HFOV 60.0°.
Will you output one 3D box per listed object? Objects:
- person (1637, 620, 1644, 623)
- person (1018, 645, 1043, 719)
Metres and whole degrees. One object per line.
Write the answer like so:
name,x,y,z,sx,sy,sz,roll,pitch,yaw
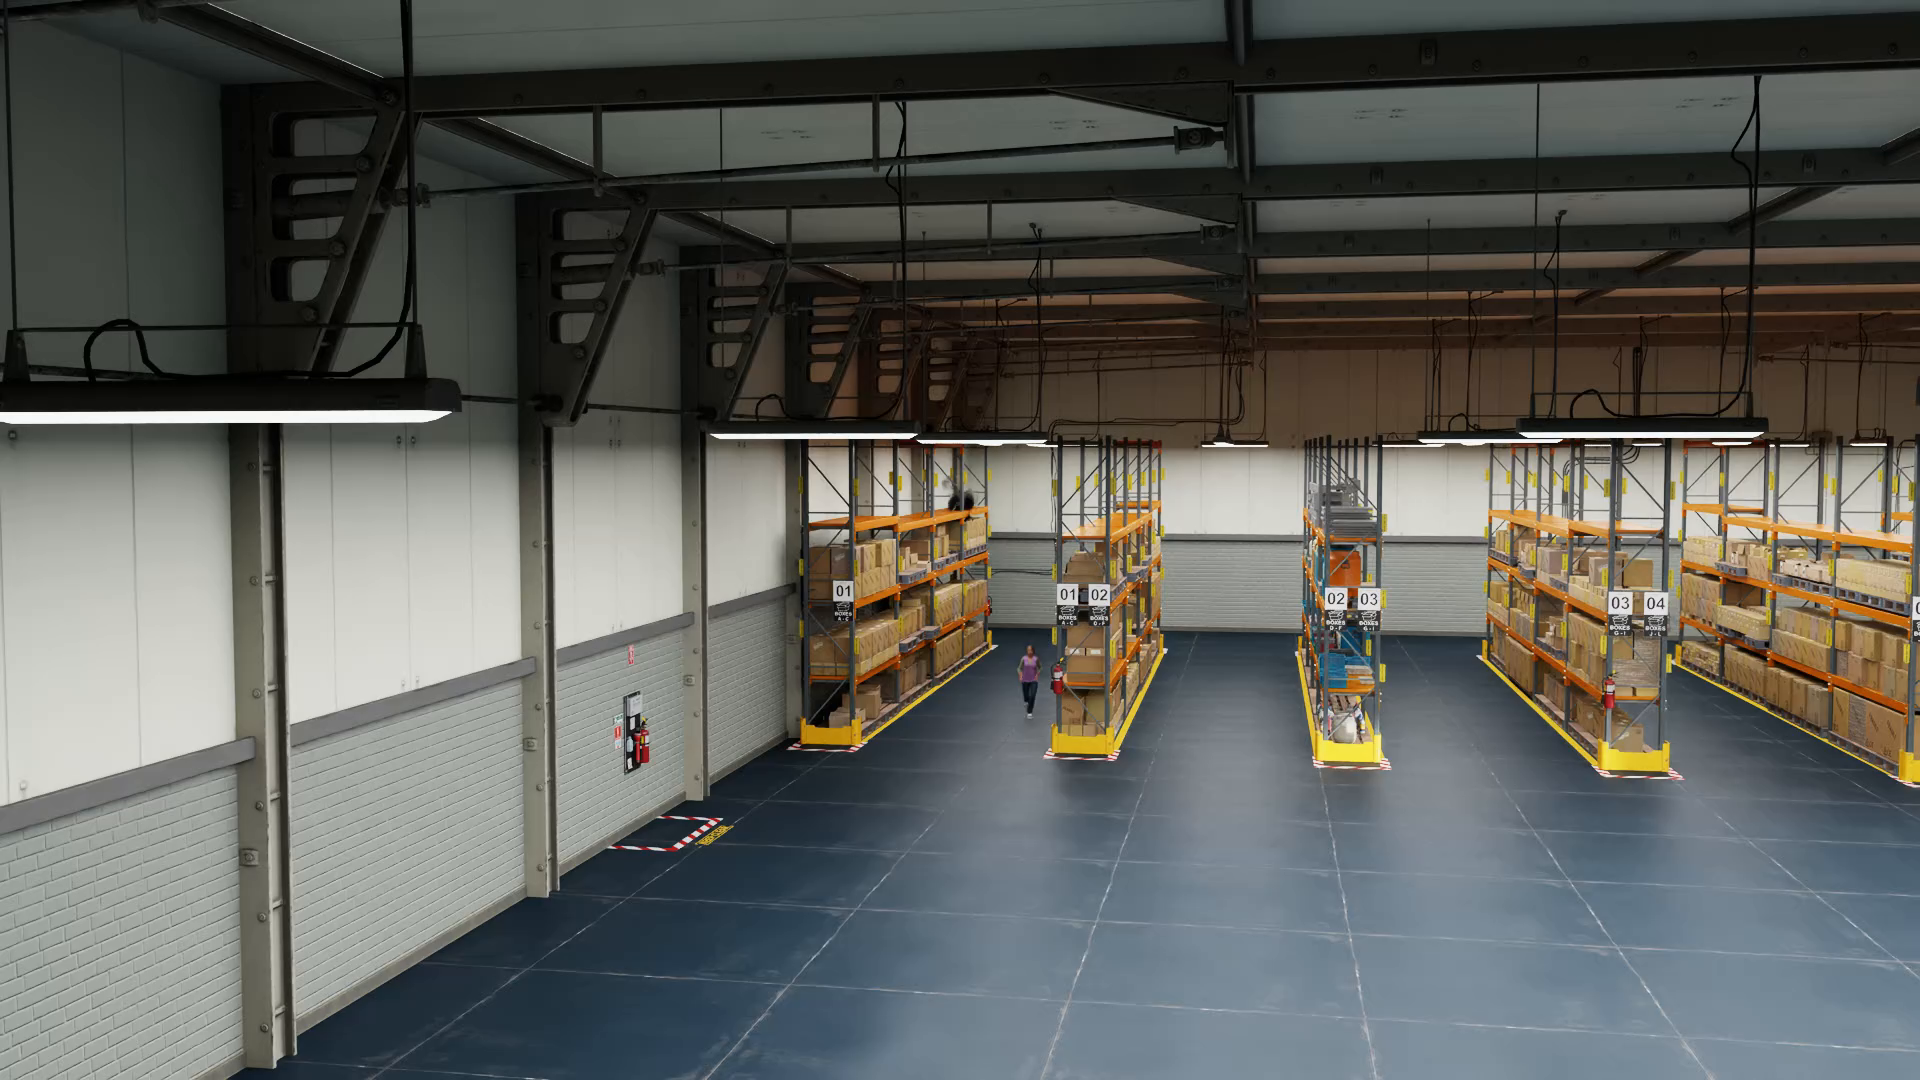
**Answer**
person,17.841,2.481,43.877,0.716,1.717,0.644,1,3,26
person,1.500,3.028,35.596,0.538,1.557,0.549,0,3,2
